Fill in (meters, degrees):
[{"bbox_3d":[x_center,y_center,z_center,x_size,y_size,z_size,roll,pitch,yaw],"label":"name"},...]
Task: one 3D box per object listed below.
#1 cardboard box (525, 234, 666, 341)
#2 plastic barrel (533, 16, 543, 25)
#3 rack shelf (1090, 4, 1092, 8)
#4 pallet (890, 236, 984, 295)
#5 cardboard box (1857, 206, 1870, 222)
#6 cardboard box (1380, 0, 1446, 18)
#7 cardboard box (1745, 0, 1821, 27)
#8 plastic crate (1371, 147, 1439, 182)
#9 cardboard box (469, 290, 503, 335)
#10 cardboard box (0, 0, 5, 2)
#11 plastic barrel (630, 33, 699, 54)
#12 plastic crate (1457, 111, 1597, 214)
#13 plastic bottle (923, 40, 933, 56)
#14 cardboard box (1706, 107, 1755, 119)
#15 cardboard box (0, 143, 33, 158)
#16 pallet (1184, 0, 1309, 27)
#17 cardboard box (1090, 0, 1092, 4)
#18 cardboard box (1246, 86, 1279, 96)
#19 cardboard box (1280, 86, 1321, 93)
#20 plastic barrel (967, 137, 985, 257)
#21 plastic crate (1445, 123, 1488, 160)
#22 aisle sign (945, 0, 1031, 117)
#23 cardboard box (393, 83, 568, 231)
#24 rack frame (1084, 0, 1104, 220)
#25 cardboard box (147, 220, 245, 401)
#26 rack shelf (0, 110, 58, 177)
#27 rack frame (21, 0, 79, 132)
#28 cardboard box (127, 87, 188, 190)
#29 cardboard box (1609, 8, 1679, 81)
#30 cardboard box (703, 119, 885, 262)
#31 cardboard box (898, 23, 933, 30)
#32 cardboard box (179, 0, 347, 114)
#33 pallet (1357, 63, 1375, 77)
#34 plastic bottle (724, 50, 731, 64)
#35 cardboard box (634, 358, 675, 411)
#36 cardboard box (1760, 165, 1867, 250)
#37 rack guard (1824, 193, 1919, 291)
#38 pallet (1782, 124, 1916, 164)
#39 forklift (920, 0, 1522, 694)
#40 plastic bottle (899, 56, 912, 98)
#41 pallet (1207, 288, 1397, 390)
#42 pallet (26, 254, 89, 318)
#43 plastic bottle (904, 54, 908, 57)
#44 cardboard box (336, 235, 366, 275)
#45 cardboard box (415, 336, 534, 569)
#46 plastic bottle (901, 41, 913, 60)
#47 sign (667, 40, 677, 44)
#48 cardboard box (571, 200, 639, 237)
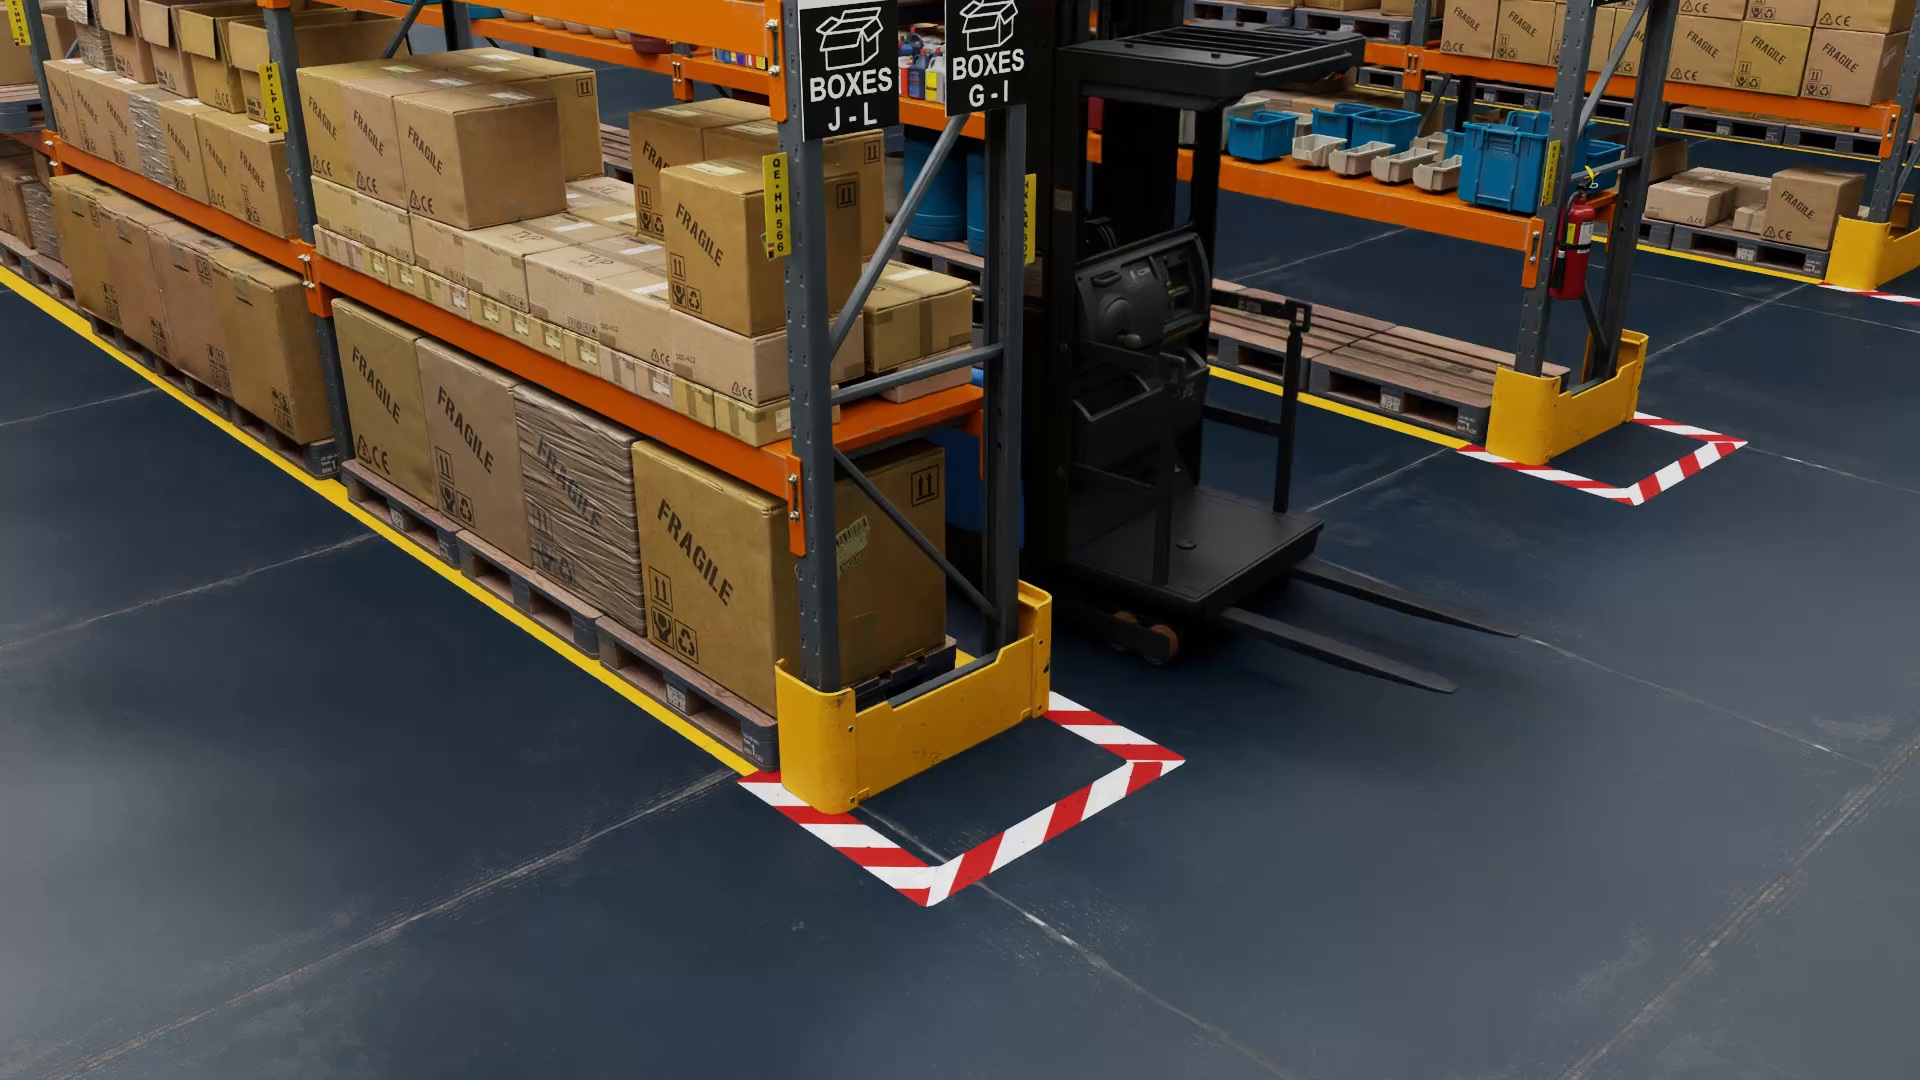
[{"bbox_3d":[-1.391,-1.023,6.701,0.500,0.250,0.500,22,33,40],"label":"cardboard box"},{"bbox_3d":[-3.966,-5.110,16.004,0.301,0.262,0.301,0,25,0],"label":"plastic barrel"},{"bbox_3d":[0.227,-6.088,18.848,1.077,0.370,4.000,-21,32,-38],"label":"rack shelf"},{"bbox_3d":[0.212,-2.171,12.754,1.003,0.211,1.213,-21,32,-38],"label":"pallet"},{"bbox_3d":[7.026,-2.513,13.050,0.380,0.149,0.250,-21,32,-38],"label":"cardboard box"},{"bbox_3d":[4.167,-5.041,15.060,0.500,0.500,0.700,12,27,25],"label":"cardboard box"},{"bbox_3d":[6.211,-4.096,12.289,0.500,0.500,0.500,-20,31,-37],"label":"cardboard box"},{"bbox_3d":[2.566,-2.177,9.653,0.396,0.136,0.243,-21,32,-38],"label":"plastic crate"},{"bbox_3d":[-1.880,-1.019,7.171,0.380,0.149,0.250,-22,33,-40],"label":"cardboard box"},{"bbox_3d":[-7.122,-3.951,12.667,0.797,0.503,0.637,-17,30,-33],"label":"cardboard box"},{"bbox_3d":[-2.563,-4.522,14.385,0.600,0.536,0.708,-21,32,-38],"label":"plastic barrel"},{"bbox_3d":[3.078,-2.074,9.067,0.616,0.435,0.499,-21,32,-38],"label":"plastic crate"},{"bbox_3d":[-0.246,-3.807,13.135,0.097,0.271,0.097,0,25,0],"label":"plastic bottle"},{"bbox_3d":[8.377,-4.802,17.669,0.700,0.500,0.500,-21,32,-38],"label":"cardboard box"},{"bbox_3d":[-7.658,-2.933,13.547,0.700,0.500,0.500,-21,32,-39],"label":"cardboard box"},{"bbox_3d":[2.926,-5.134,16.122,1.003,0.211,1.213,-21,32,-38],"label":"pallet"},{"bbox_3d":[1.377,-5.892,17.658,0.500,0.311,0.500,-19,31,-35],"label":"cardboard box"},{"bbox_3d":[2.758,-4.186,16.295,0.500,0.500,0.500,22,33,40],"label":"cardboard box"},{"bbox_3d":[3.466,-4.188,16.298,0.500,0.500,0.500,-21,32,-38],"label":"cardboard box"},{"bbox_3d":[0.350,-2.600,12.357,0.600,0.901,0.708,-21,32,-38],"label":"plastic barrel"},{"bbox_3d":[3.065,-2.301,9.808,0.416,0.233,0.300,-21,32,-38],"label":"plastic crate"},{"bbox_3d":[0.096,-1.823,5.499,0.394,0.787,0.004,-21,32,-38],"label":"aisle sign"},{"bbox_3d":[-2.075,-1.672,7.219,0.500,0.500,0.500,-22,33,-40],"label":"cardboard box"},{"bbox_3d":[0.709,-3.194,11.637,1.000,3.000,0.127,-21,32,-38],"label":"rack frame"},{"bbox_3d":[-3.969,-1.472,9.916,0.875,0.875,1.225,22,33,40],"label":"cardboard box"},{"bbox_3d":[-7.007,-3.279,12.691,1.077,0.370,4.000,-21,32,-38],"label":"rack shelf"},{"bbox_3d":[-5.640,-3.000,11.213,1.000,3.000,0.127,-21,32,-38],"label":"rack frame"},{"bbox_3d":[-4.459,-2.360,9.688,0.500,0.500,0.500,-21,32,-38],"label":"cardboard box"},{"bbox_3d":[5.518,-3.951,13.177,0.500,0.500,0.500,-22,32,-39],"label":"cardboard box"},{"bbox_3d":[-0.645,-1.359,6.533,0.500,0.500,0.500,-22,33,-40],"label":"cardboard box"},{"bbox_3d":[-0.654,-6.175,20.304,0.500,0.311,0.500,-21,32,-38],"label":"cardboard box"},{"bbox_3d":[-3.809,-2.693,9.210,0.797,0.503,0.637,-21,32,-38],"label":"cardboard box"},{"bbox_3d":[4.674,-6.185,21.552,1.003,0.211,1.213,-21,32,-38],"label":"pallet"},{"bbox_3d":[-1.905,-4.081,13.737,0.097,0.271,0.097,0,25,0],"label":"plastic bottle"},{"bbox_3d":[-1.006,-0.632,6.324,0.380,0.149,0.250,-21,32,-38],"label":"cardboard box"},{"bbox_3d":[6.510,-2.544,12.693,0.500,0.500,0.500,-21,32,-38],"label":"cardboard box"},{"bbox_3d":[7.010,-2.272,12.627,1.175,0.500,0.348,-21,32,-38],"label":"rack guard"},{"bbox_3d":[9.242,-4.113,17.012,1.003,0.211,1.213,-21,32,-38],"label":"pallet"},{"bbox_3d":[0.955,-1.051,7.021,3.031,2.935,1.130,19,31,36],"label":"forklift"},{"bbox_3d":[-0.390,-3.428,12.301,0.152,0.276,0.135,-21,32,-38],"label":"plastic bottle"},{"bbox_3d":[2.078,-1.344,10.941,1.003,0.211,1.213,-21,32,-38],"label":"pallet"},{"bbox_3d":[-6.173,-1.969,12.312,1.003,0.211,1.213,-21,32,-38],"label":"pallet"},{"bbox_3d":[-0.404,-3.508,12.481,0.097,0.271,0.097,0,25,0],"label":"plastic bottle"},{"bbox_3d":[-2.767,-1.411,8.031,0.250,0.149,0.380,23,33,40],"label":"cardboard box"},{"bbox_3d":[-1.898,-0.518,7.825,0.875,0.875,0.875,-21,32,-38],"label":"cardboard box"},{"bbox_3d":[-0.418,-3.795,13.110,0.097,0.271,0.097,0,25,0],"label":"plastic bottle"},{"bbox_3d":[-2.421,-4.322,13.912,0.100,0.325,0.005,-21,32,-38],"label":"sign"},{"bbox_3d":[-1.364,-1.331,7.377,0.500,0.250,0.500,-22,32,-39],"label":"cardboard box"}]
